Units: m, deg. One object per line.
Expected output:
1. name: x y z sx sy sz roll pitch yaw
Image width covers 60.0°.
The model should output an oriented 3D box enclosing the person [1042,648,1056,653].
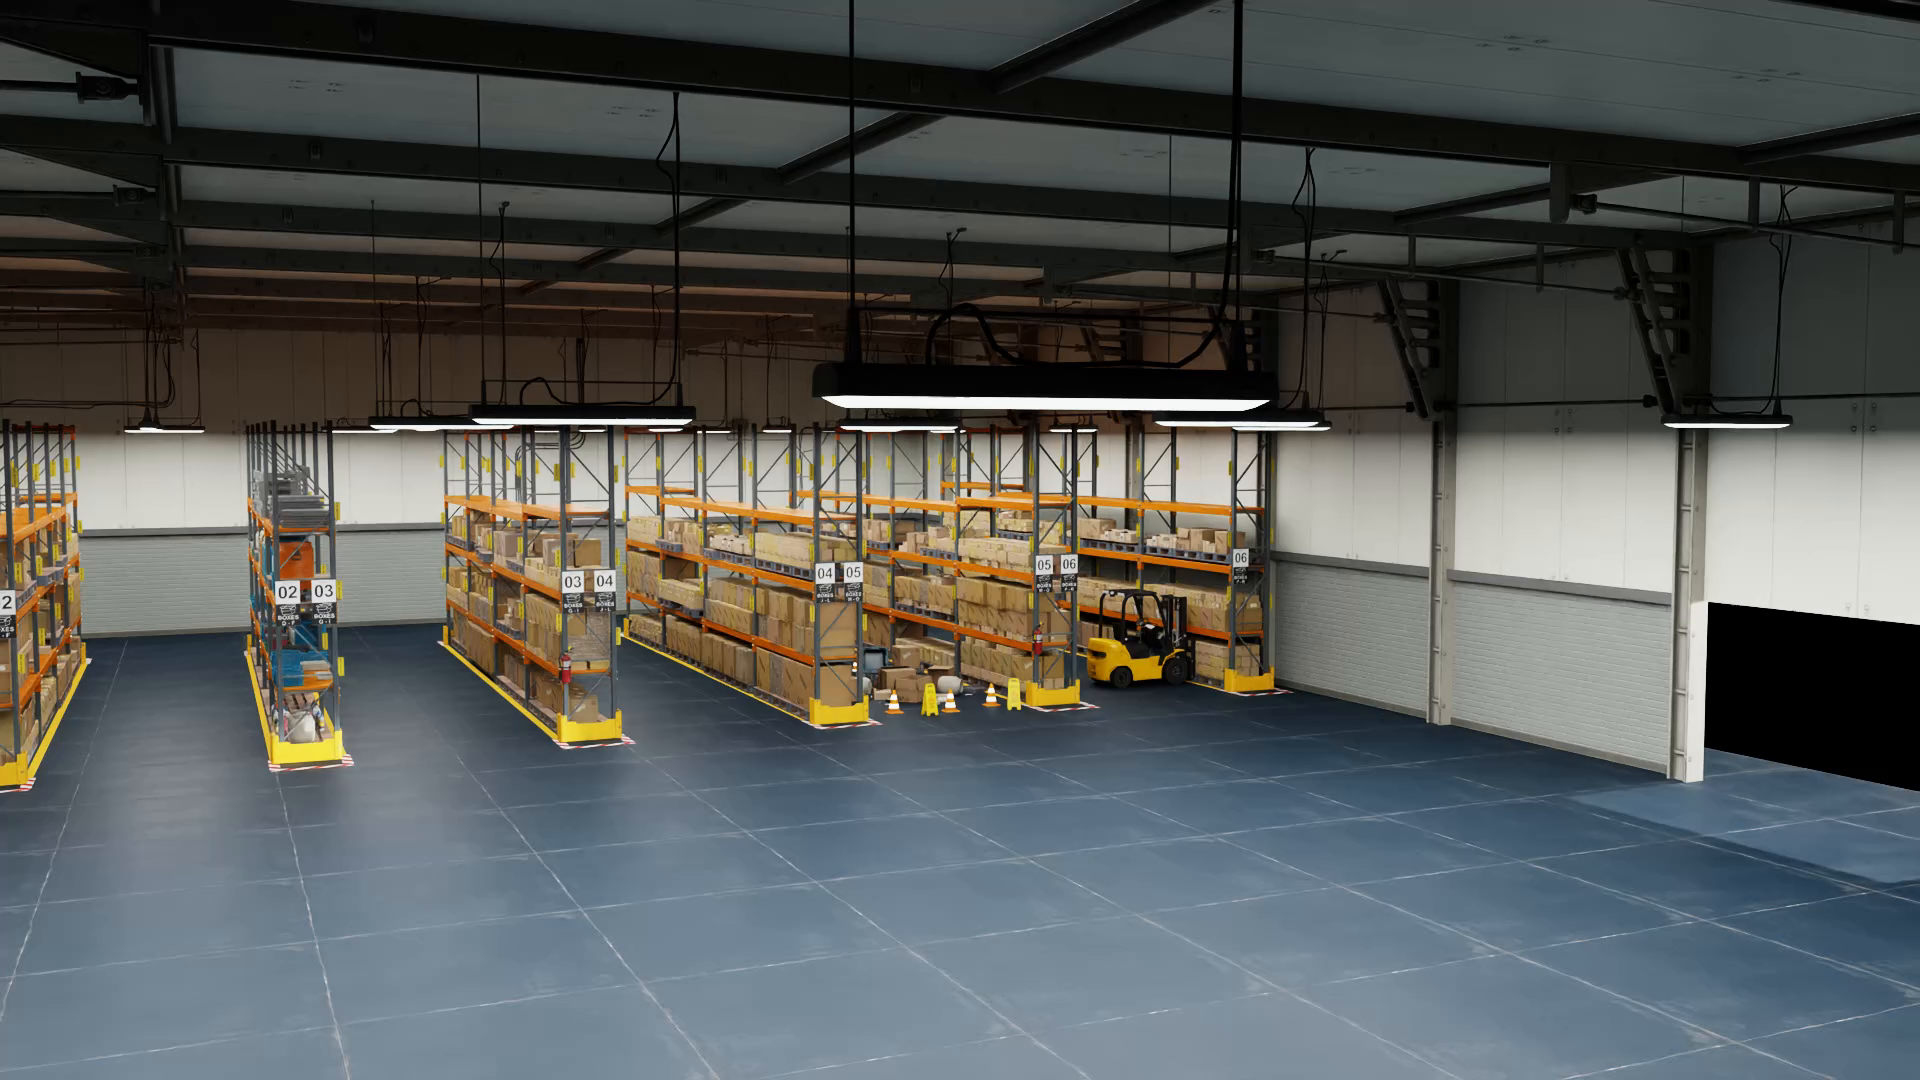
1. person: 2.077 2.370 39.670 0.673 1.778 0.797 -2 4 -28

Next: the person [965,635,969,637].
1. person: 0.395 2.124 44.012 0.390 1.748 0.567 3 5 39
